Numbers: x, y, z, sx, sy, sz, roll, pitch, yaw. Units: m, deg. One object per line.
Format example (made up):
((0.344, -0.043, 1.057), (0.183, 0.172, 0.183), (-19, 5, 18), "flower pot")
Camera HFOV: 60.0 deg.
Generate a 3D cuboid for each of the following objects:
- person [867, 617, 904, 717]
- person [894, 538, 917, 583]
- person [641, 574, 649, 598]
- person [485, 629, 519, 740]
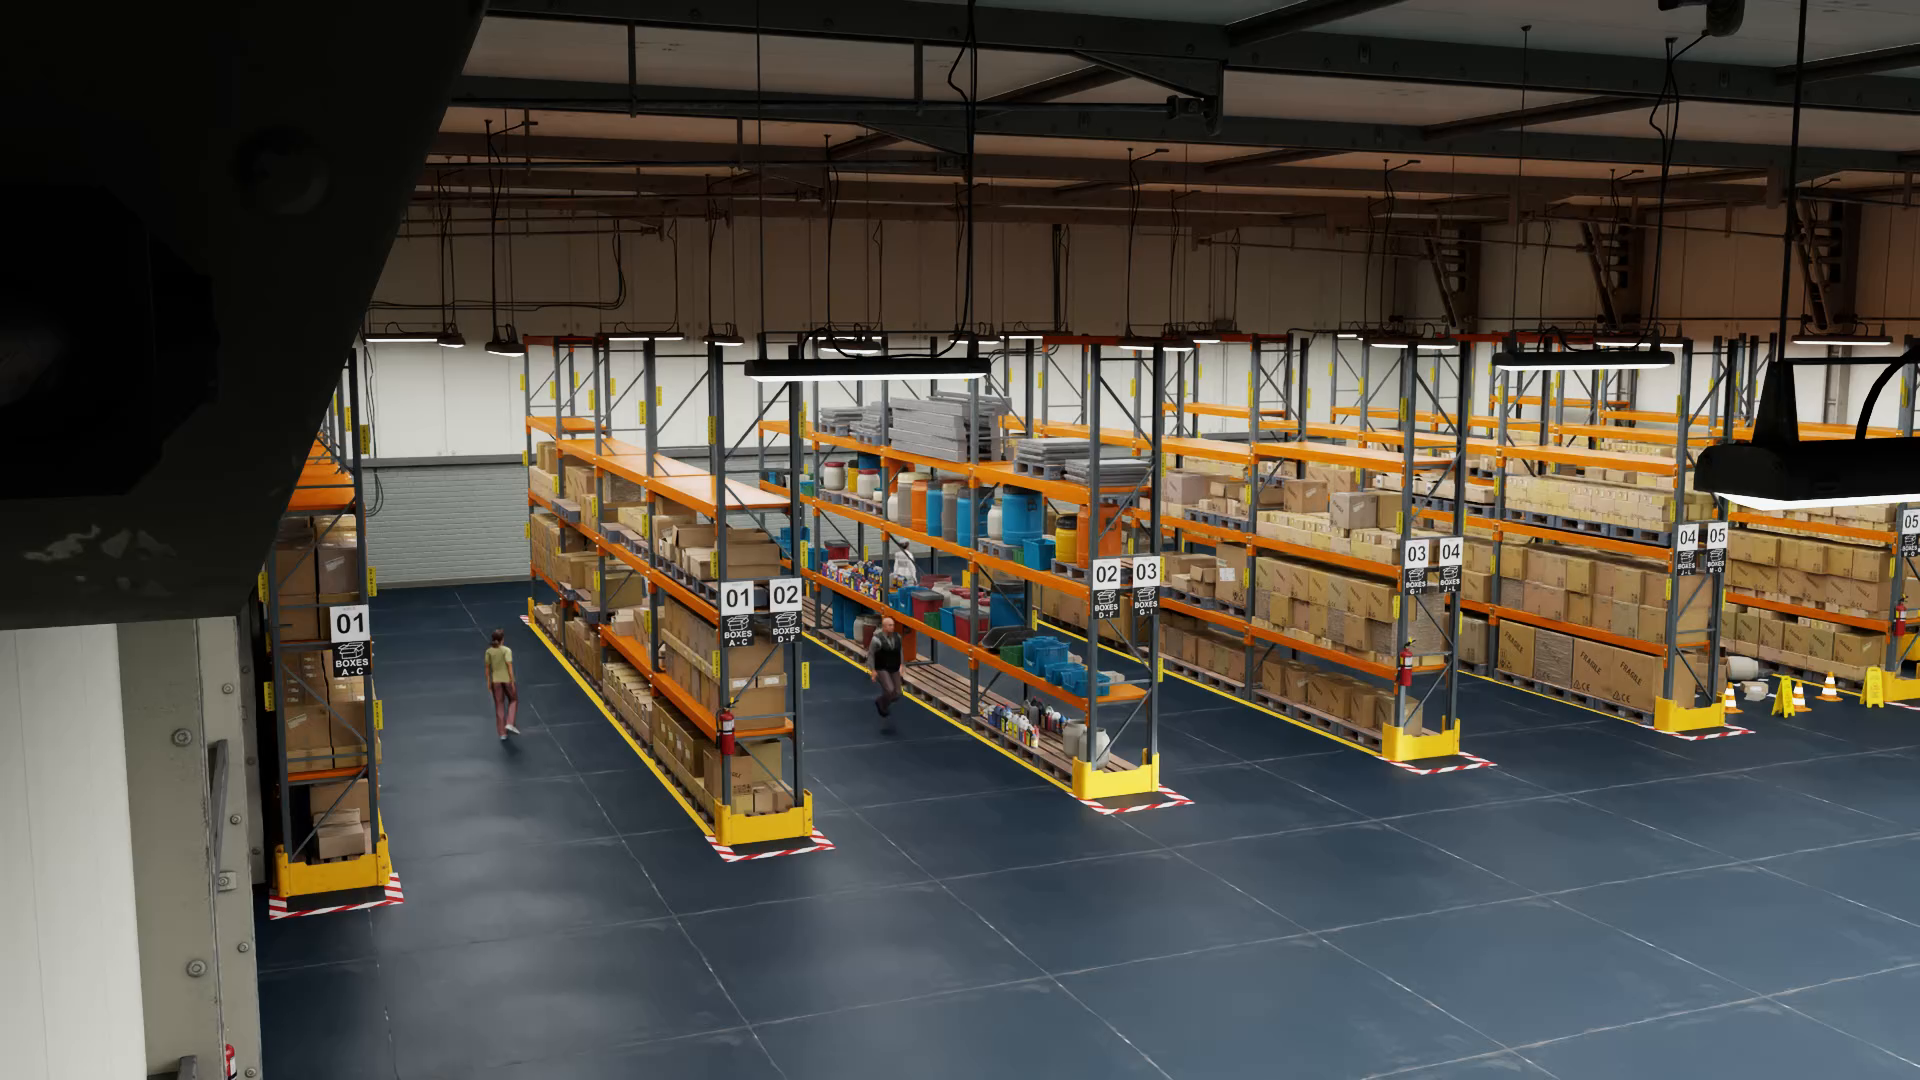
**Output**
((-1.143, 1.988, 25.631), (0.624, 1.638, 0.755), (-5, 9, -34), "person")
((-1.148, 0.811, 35.349), (0.648, 1.681, 0.478), (4, 9, 29), "person")
((-6.808, 0.573, 36.693), (0.630, 1.717, 1.114), (-4, 9, -27), "person")
((-6.923, 2.164, 25.093), (0.475, 1.651, 0.476), (-1, 8, -9), "person")
